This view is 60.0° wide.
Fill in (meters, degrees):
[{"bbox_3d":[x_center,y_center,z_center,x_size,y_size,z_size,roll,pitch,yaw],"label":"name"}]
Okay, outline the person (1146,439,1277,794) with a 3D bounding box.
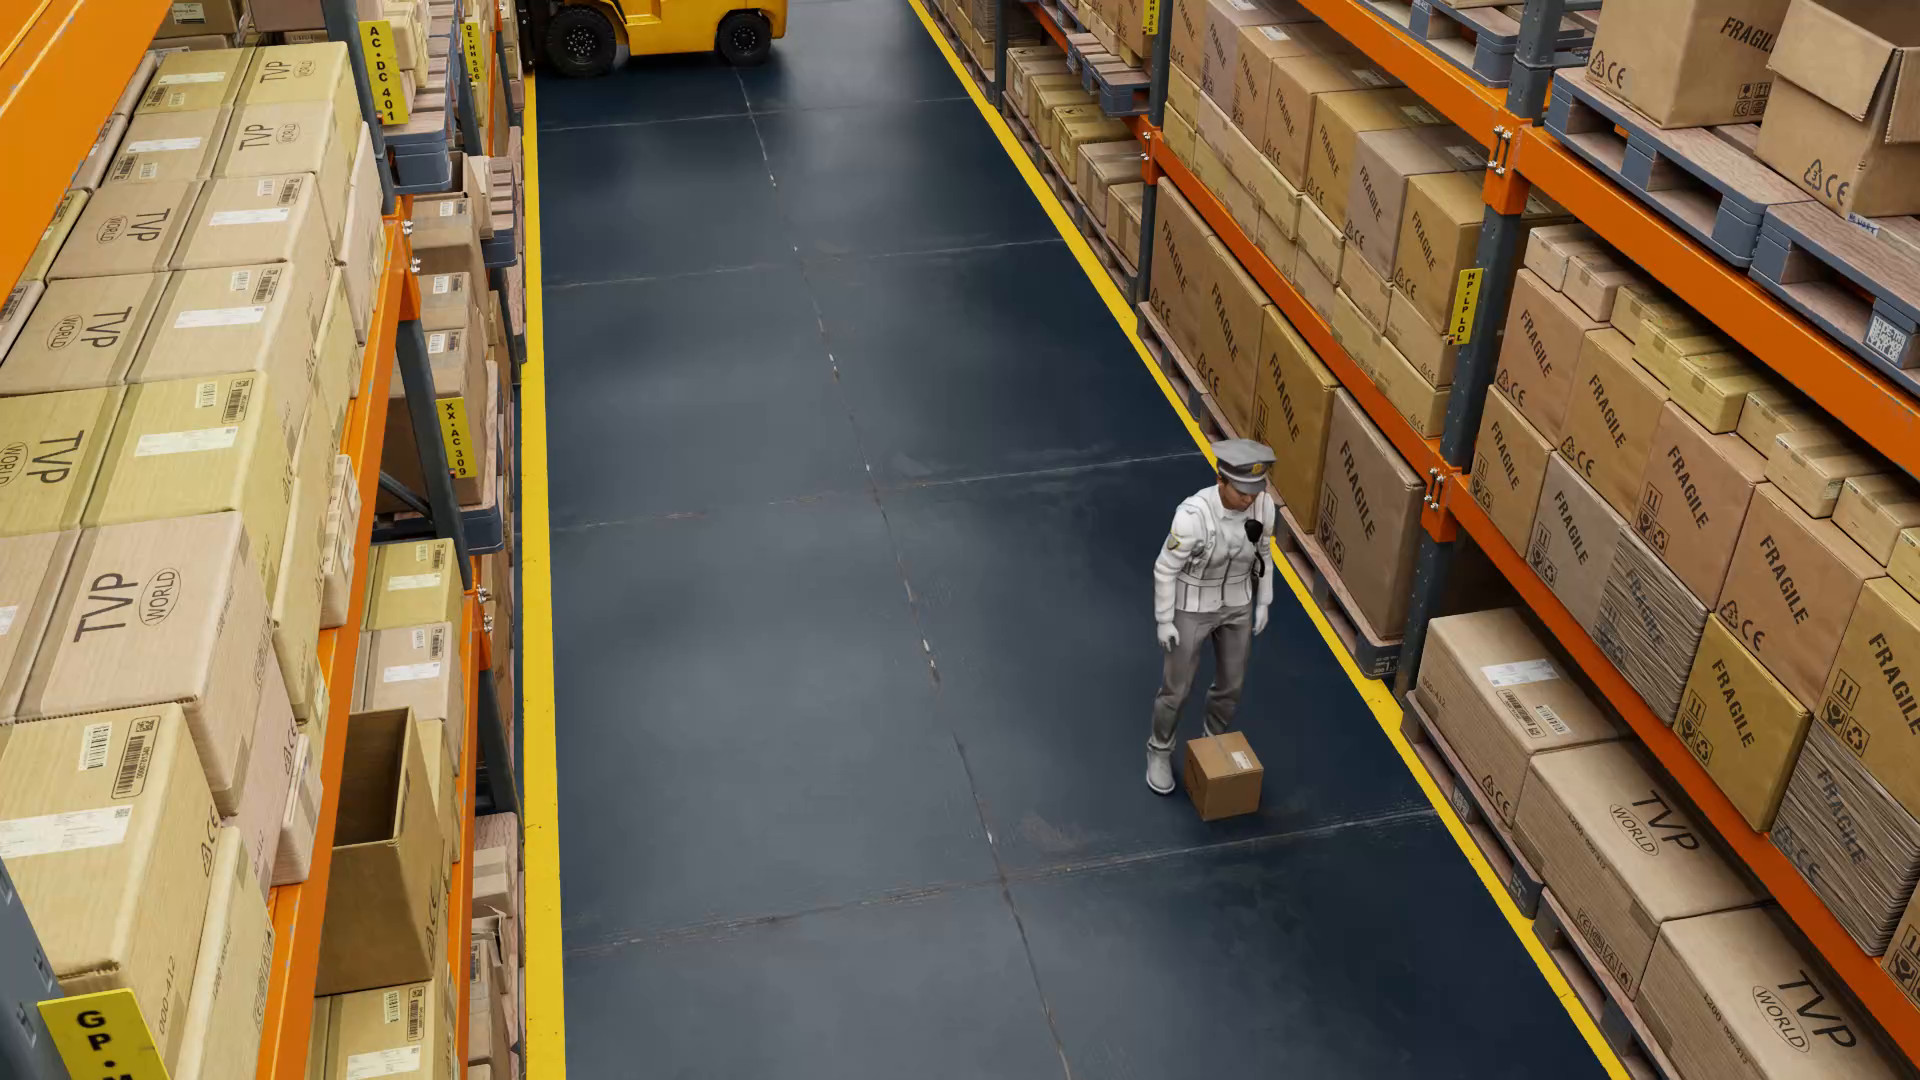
[{"bbox_3d":[1.053,0.299,6.918,0.538,1.662,0.373,-10,36,-14],"label":"person"}]
